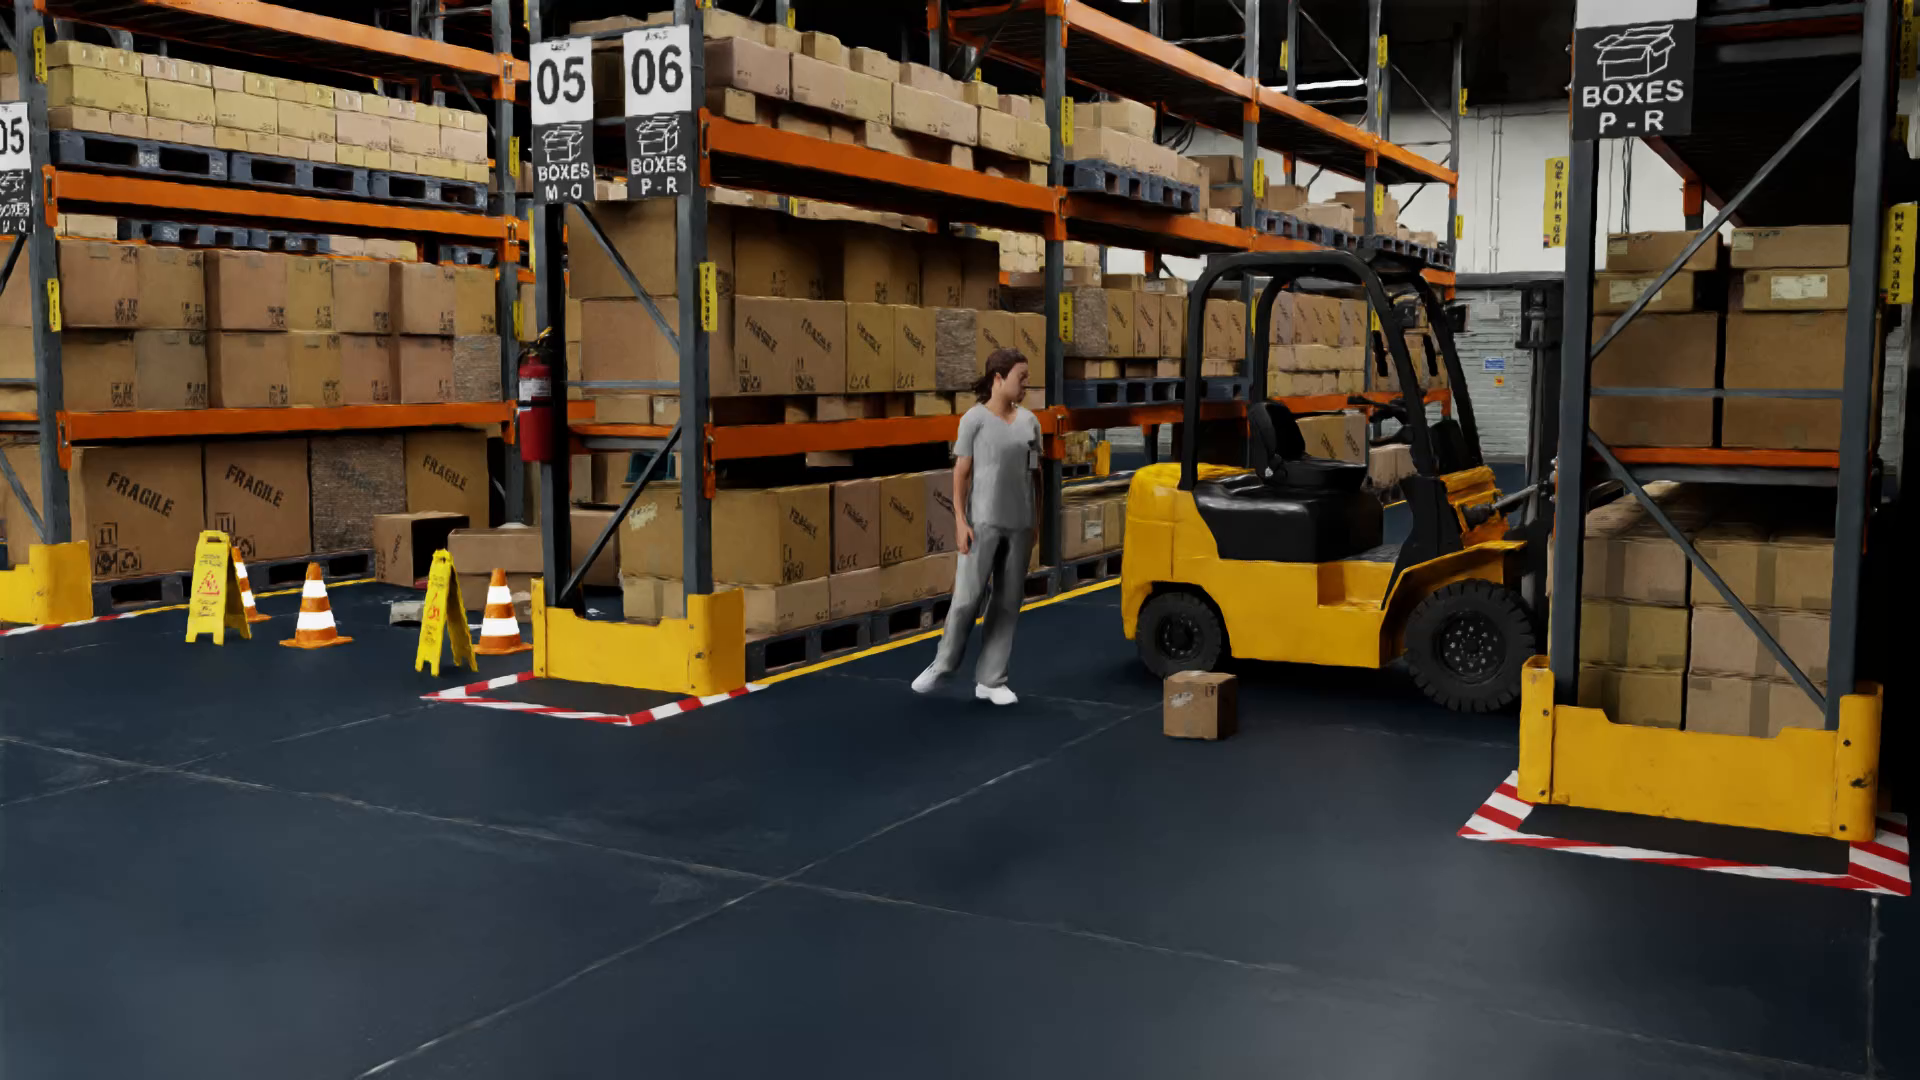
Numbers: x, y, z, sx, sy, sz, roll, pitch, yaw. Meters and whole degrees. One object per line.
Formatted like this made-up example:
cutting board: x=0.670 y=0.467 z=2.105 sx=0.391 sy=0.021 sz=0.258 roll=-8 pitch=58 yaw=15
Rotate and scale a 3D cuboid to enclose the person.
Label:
person: x=0.153 y=-0.096 z=7.798 sx=0.521 sy=1.597 sz=0.421 roll=-3 pitch=7 yaw=-24
